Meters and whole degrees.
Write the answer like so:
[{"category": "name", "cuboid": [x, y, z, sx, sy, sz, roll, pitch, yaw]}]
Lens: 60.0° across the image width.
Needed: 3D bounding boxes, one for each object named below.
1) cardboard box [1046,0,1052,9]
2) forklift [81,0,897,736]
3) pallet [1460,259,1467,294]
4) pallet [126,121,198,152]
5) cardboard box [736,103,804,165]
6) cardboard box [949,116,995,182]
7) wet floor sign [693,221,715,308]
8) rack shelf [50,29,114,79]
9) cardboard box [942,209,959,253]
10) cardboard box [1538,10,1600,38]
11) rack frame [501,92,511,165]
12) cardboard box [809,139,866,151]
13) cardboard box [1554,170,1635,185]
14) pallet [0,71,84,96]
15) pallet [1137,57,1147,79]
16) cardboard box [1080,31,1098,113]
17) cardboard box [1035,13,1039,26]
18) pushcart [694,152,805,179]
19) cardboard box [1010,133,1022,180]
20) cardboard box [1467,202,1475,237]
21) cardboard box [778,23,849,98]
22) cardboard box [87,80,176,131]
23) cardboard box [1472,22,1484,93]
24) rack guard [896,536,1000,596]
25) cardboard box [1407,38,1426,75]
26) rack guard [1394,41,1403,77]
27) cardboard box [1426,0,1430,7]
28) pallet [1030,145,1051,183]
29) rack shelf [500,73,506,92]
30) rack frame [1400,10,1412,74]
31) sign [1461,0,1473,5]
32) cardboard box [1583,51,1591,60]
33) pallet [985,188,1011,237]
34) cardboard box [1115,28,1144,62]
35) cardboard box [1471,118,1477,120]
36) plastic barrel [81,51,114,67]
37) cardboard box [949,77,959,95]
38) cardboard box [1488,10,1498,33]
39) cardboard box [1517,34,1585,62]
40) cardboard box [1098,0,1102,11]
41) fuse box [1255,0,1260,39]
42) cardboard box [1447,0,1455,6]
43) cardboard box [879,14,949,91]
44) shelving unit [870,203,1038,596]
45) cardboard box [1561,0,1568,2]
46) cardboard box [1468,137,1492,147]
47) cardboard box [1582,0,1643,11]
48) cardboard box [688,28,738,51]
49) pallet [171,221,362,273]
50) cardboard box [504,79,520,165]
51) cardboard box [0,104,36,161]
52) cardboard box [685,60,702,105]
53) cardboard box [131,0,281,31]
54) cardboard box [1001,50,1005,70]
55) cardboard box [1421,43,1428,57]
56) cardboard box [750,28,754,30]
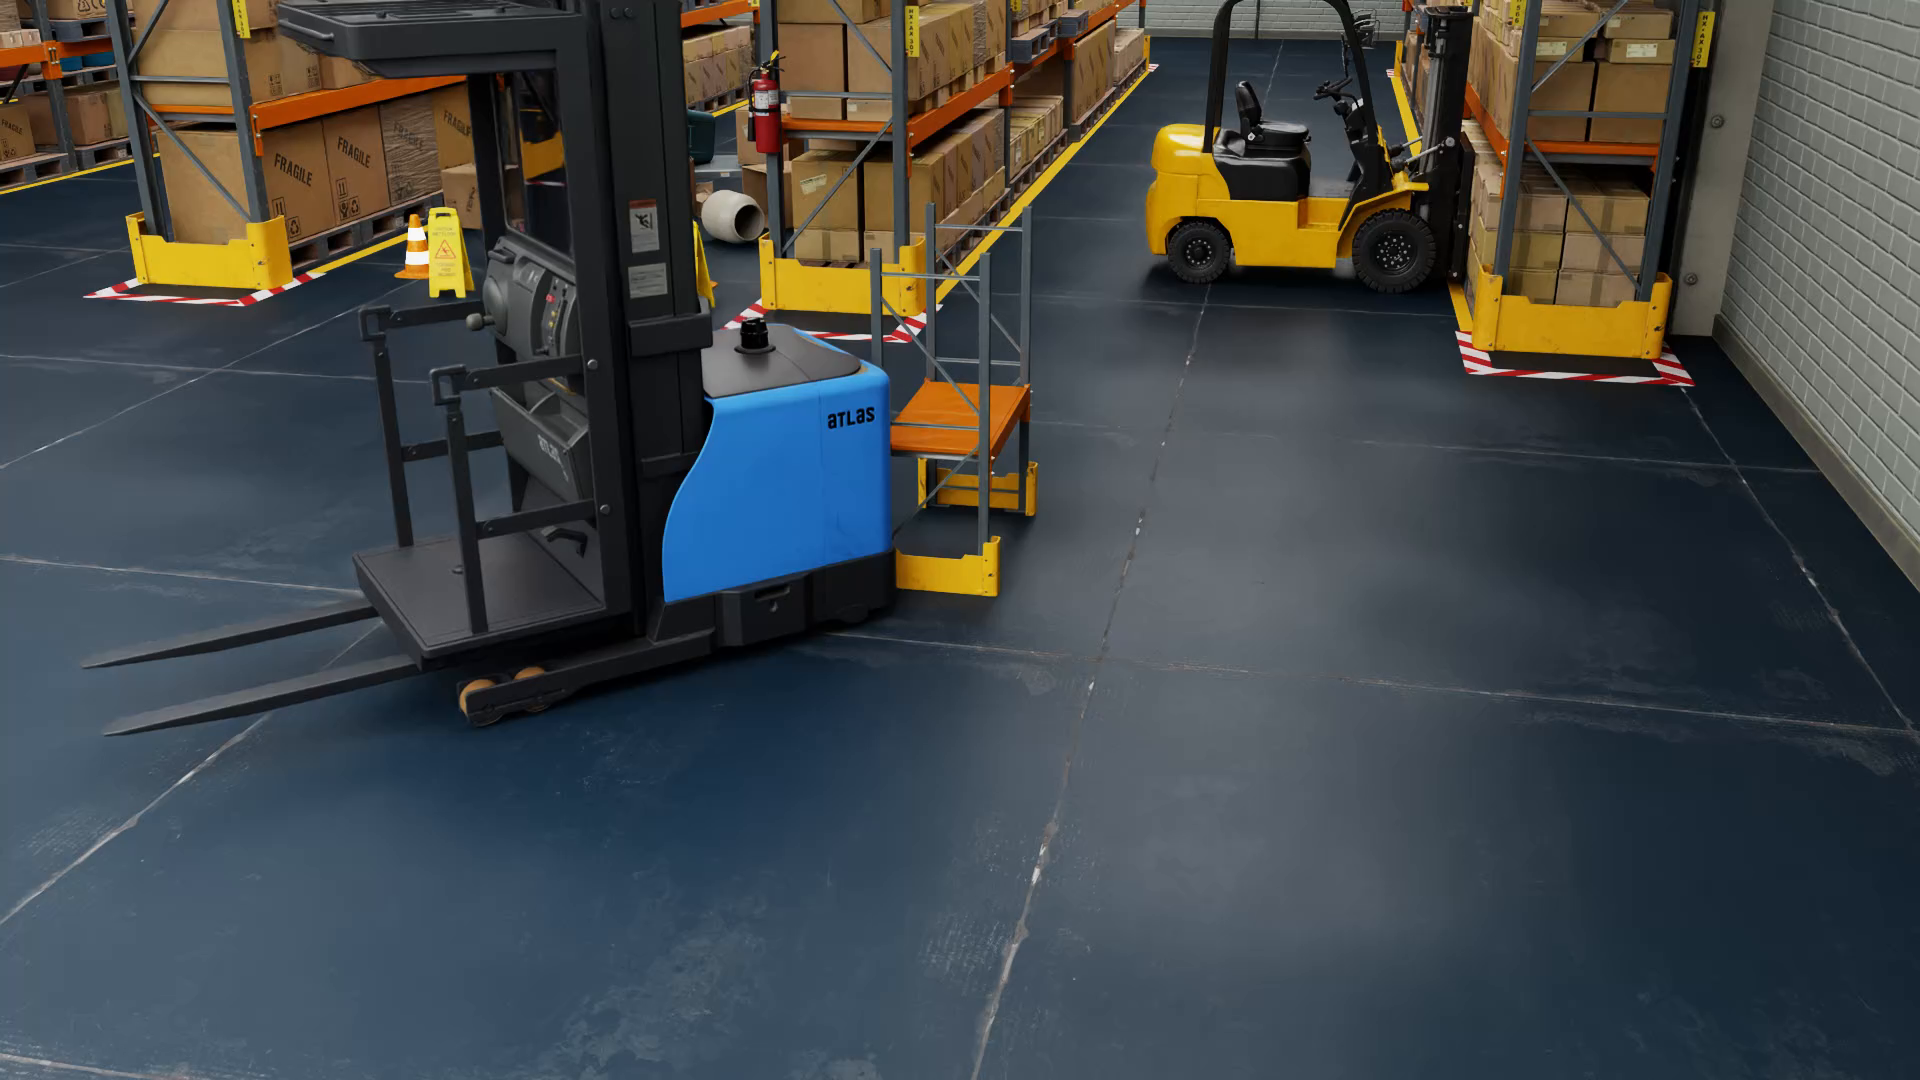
[{"category": "cardboard box", "cuboid": [0.648, -5.593, 16.633, 0.500, 0.500, 0.500, 4, 22, 9]}, {"category": "forklift", "cuboid": [-1.790, -0.899, 6.164, 3.031, 2.935, 1.130, -13, 25, -30]}, {"category": "pallet", "cuboid": [4.372, -2.107, 12.803, 1.003, 0.211, 1.213, 4, 22, 11]}, {"category": "pallet", "cuboid": [-9.336, -4.707, 19.259, 1.003, 0.211, 1.213, 4, 22, 11]}, {"category": "cardboard box", "cuboid": [-1.787, -3.829, 15.679, 0.500, 0.500, 0.500, 4, 22, 11]}, {"category": "cardboard box", "cuboid": [0.002, -3.357, 14.289, 0.500, 0.500, 0.500, 5, 22, 12]}, {"category": "wet floor sign", "cuboid": [-1.941, -1.970, 11.882, 0.267, 0.644, 0.232, 13, 25, 29]}, {"category": "rack shelf", "cuboid": [-9.332, -5.666, 18.870, 1.077, 0.370, 4.000, 4, 22, 11]}, {"category": "cardboard box", "cuboid": [-0.308, -2.429, 12.989, 0.500, 0.250, 0.500, 5, 23, 13]}, {"category": "cardboard box", "cuboid": [3.872, -3.305, 10.645, 0.380, 0.149, 0.250, 5, 22, 11]}, {"category": "rack frame", "cuboid": [-4.905, -4.853, 15.889, 1.000, 3.000, 0.127, 4, 22, 11]}, {"category": "cardboard box", "cuboid": [-0.937, -3.070, 12.709, 0.380, 0.149, 0.250, 5, 22, 12]}, {"category": "cardboard box", "cuboid": [4.387, -2.401, 11.579, 0.500, 0.250, 0.500, 4, 22, 11]}, {"category": "pallet", "cuboid": [-13.401, -6.552, 23.839, 1.003, 0.211, 1.213, 4, 22, 11]}, {"category": "pallet", "cuboid": [2.324, -7.310, 25.721, 1.003, 0.211, 1.213, 4, 22, 11]}, {"category": "cardboard box", "cuboid": [1.186, -5.757, 20.415, 0.875, 0.875, 0.875, 5, 22, 12]}, {"category": "cardboard box", "cuboid": [0.572, -5.151, 16.401, 0.380, 0.149, 0.250, 5, 22, 11]}, {"category": "pushcart", "cuboid": [-2.281, -3.452, 15.920, 1.648, 0.377, 0.936, -3, 22, -8]}, {"category": "cardboard box", "cuboid": [0.066, -3.681, 15.933, 0.950, 0.372, 0.625, 5, 22, 12]}, {"category": "cardboard box", "cuboid": [3.996, -2.399, 12.245, 0.500, 0.250, 0.500, 4, 22, 10]}, {"category": "cardboard box", "cuboid": [-1.014, -3.454, 11.882, 0.500, 0.500, 0.500, 4, 22, 10]}, {"category": "cardboard box", "cuboid": [-9.364, -4.914, 18.796, 0.700, 0.500, 0.500, 3, 22, 6]}, {"category": "cardboard box", "cuboid": [4.385, -3.848, 13.260, 0.500, 0.500, 0.500, 5, 22, 12]}, {"category": "rack guard", "cuboid": [-0.117, 0.094, 7.285, 0.587, 0.250, 0.087, 4, 22, 11]}, {"category": "cardboard box", "cuboid": [6.634, -6.848, 23.626, 0.500, 0.500, 0.500, 5, 22, 12]}, {"category": "rack guard", "cuboid": [7.255, -7.337, 25.403, 1.175, 0.500, 0.348, 4, 22, 11]}, {"category": "cardboard box", "cuboid": [5.536, -6.135, 18.709, 0.500, 0.250, 0.500, 3, 22, 8]}, {"category": "pallet", "cuboid": [0.366, -3.952, 17.383, 1.003, 0.211, 1.213, 4, 22, 11]}, {"category": "rack shelf", "cuboid": [-4.497, -5.251, 17.840, 1.077, 0.370, 4.000, 4, 22, 11]}, {"category": "rack frame", "cuboid": [7.270, -8.525, 25.005, 1.000, 3.000, 0.127, 4, 22, 11]}, {"category": "sign", "cuboid": [4.288, -4.674, 14.000, 0.100, 0.325, 0.005, 4, 22, 11]}, {"category": "cardboard box", "cuboid": [4.463, -3.072, 11.331, 0.500, 0.500, 0.500, 5, 23, 13]}, {"category": "pallet", "cuboid": [-0.141, -2.971, 14.948, 1.003, 0.211, 1.213, 4, 22, 11]}, {"category": "cardboard box", "cuboid": [2.373, -7.659, 25.723, 0.875, 0.438, 0.875, 4, 22, 9]}, {"category": "cardboard box", "cuboid": [4.917, -3.421, 14.949, 0.875, 0.625, 0.625, 5, 23, 13]}, {"category": "plastic barrel", "cuboid": [-13.084, -7.596, 24.945, 0.600, 0.901, 0.708, 4, 22, 11]}, {"category": "cardboard box", "cuboid": [-0.217, -3.608, 13.134, 0.380, 0.149, 0.250, 4, 22, 9]}, {"category": "cardboard box", "cuboid": [4.210, -3.921, 12.571, 0.380, 0.149, 0.250, 4, 22, 9]}, {"category": "cardboard box", "cuboid": [3.802, -3.168, 10.704, 0.380, 0.149, 0.250, 5, 22, 12]}, {"category": "cardboard box", "cuboid": [1.523, -6.817, 20.965, 0.500, 0.250, 0.500, 4, 22, 9]}, {"category": "fuse box", "cuboid": [5.565, -10.154, 30.776, 0.539, 1.711, 0.414, 4, 22, 11]}, {"category": "cardboard box", "cuboid": [5.080, -5.244, 16.392, 0.500, 0.250, 0.500, 4, 22, 10]}, {"category": "cardboard box", "cuboid": [-0.384, -3.576, 12.186, 0.500, 0.500, 0.500, 5, 23, 13]}, {"category": "shelving unit", "cuboid": [-0.016, -0.668, 7.504, 0.587, 1.500, 1.083, 4, 22, 11]}, {"category": "cardboard box", "cuboid": [4.179, -3.867, 12.039, 0.380, 0.149, 0.250, 5, 22, 12]}, {"category": "cardboard box", "cuboid": [4.211, -2.997, 13.060, 0.500, 0.250, 0.500, 5, 23, 13]}, {"category": "cardboard box", "cuboid": [4.504, -3.643, 11.484, 0.380, 0.149, 0.250, 5, 23, 13]}, {"category": "cardboard box", "cuboid": [-3.295, -6.684, 22.214, 0.500, 0.250, 0.500, 6, 23, 13]}, {"category": "pallet", "cuboid": [-5.635, -2.395, 13.519, 1.003, 0.211, 1.213, 4, 22, 11]}, {"category": "cardboard box", "cuboid": [-4.866, -4.238, 16.812, 1.050, 0.750, 0.750, 4, 22, 11]}, {"category": "cardboard box", "cuboid": [-9.861, -4.160, 16.953, 0.500, 0.500, 0.500, 4, 22, 9]}, {"category": "cardboard box", "cuboid": [-3.595, -5.775, 20.961, 0.500, 0.500, 0.500, 5, 22, 12]}, {"category": "cardboard box", "cuboid": [-5.607, -4.094, 12.357, 0.875, 0.550, 0.550, 4, 22, 11]}, {"category": "cardboard box", "cuboid": [0.194, -4.256, 14.741, 0.380, 0.149, 0.250, 4, 22, 10]}, {"category": "cardboard box", "cuboid": [6.120, -6.287, 21.364, 0.380, 0.149, 0.250, 6, 23, 13]}, {"category": "cardboard box", "cuboid": [-3.047, -7.835, 25.749, 0.380, 0.149, 0.250, 5, 23, 13]}]
